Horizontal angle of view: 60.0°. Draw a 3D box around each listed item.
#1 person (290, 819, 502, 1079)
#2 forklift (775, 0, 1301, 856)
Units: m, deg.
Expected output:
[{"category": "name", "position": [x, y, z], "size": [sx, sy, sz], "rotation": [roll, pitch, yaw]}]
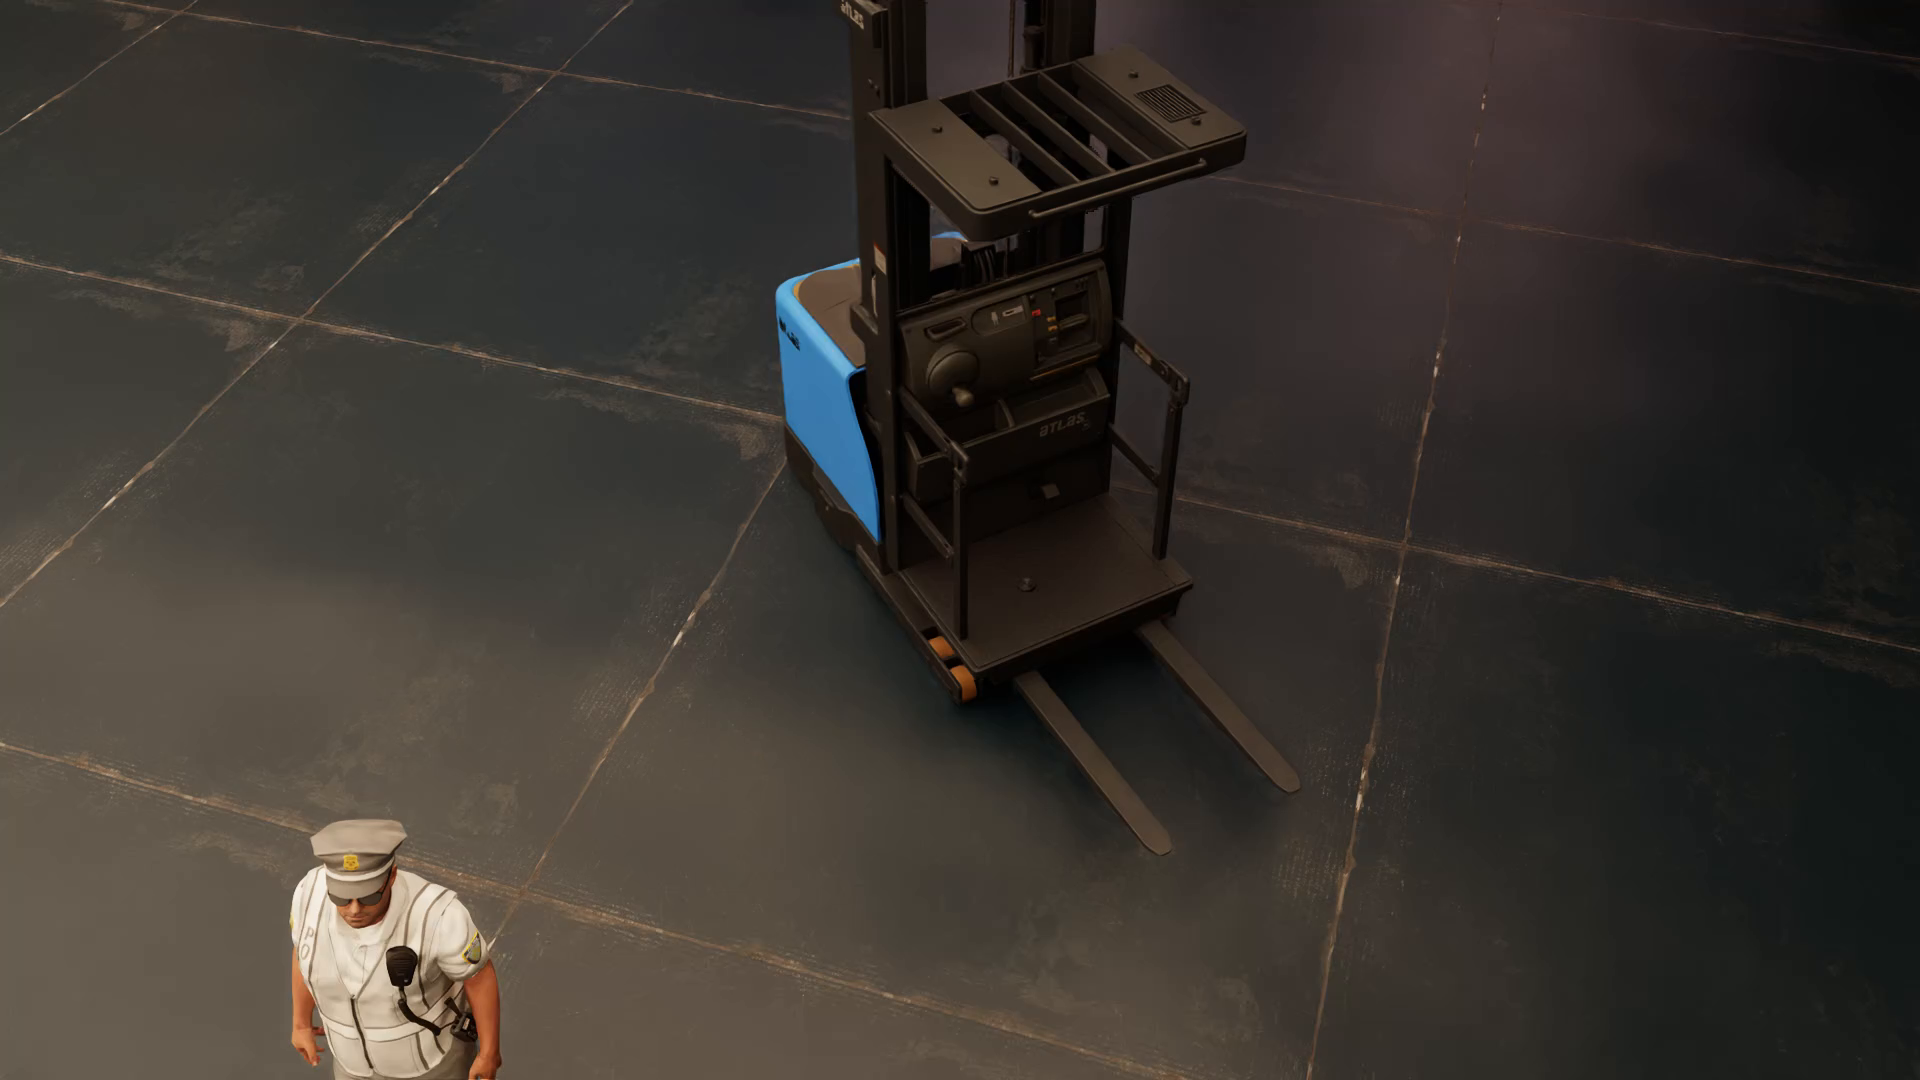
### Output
[{"category": "person", "position": [-1.680, 1.510, 4.899], "size": [0.640, 1.781, 0.576], "rotation": [4, 43, 5]}, {"category": "forklift", "position": [0.303, -0.734, 6.478], "size": [1.130, 2.935, 3.031], "rotation": [-21, 47, -21]}]
